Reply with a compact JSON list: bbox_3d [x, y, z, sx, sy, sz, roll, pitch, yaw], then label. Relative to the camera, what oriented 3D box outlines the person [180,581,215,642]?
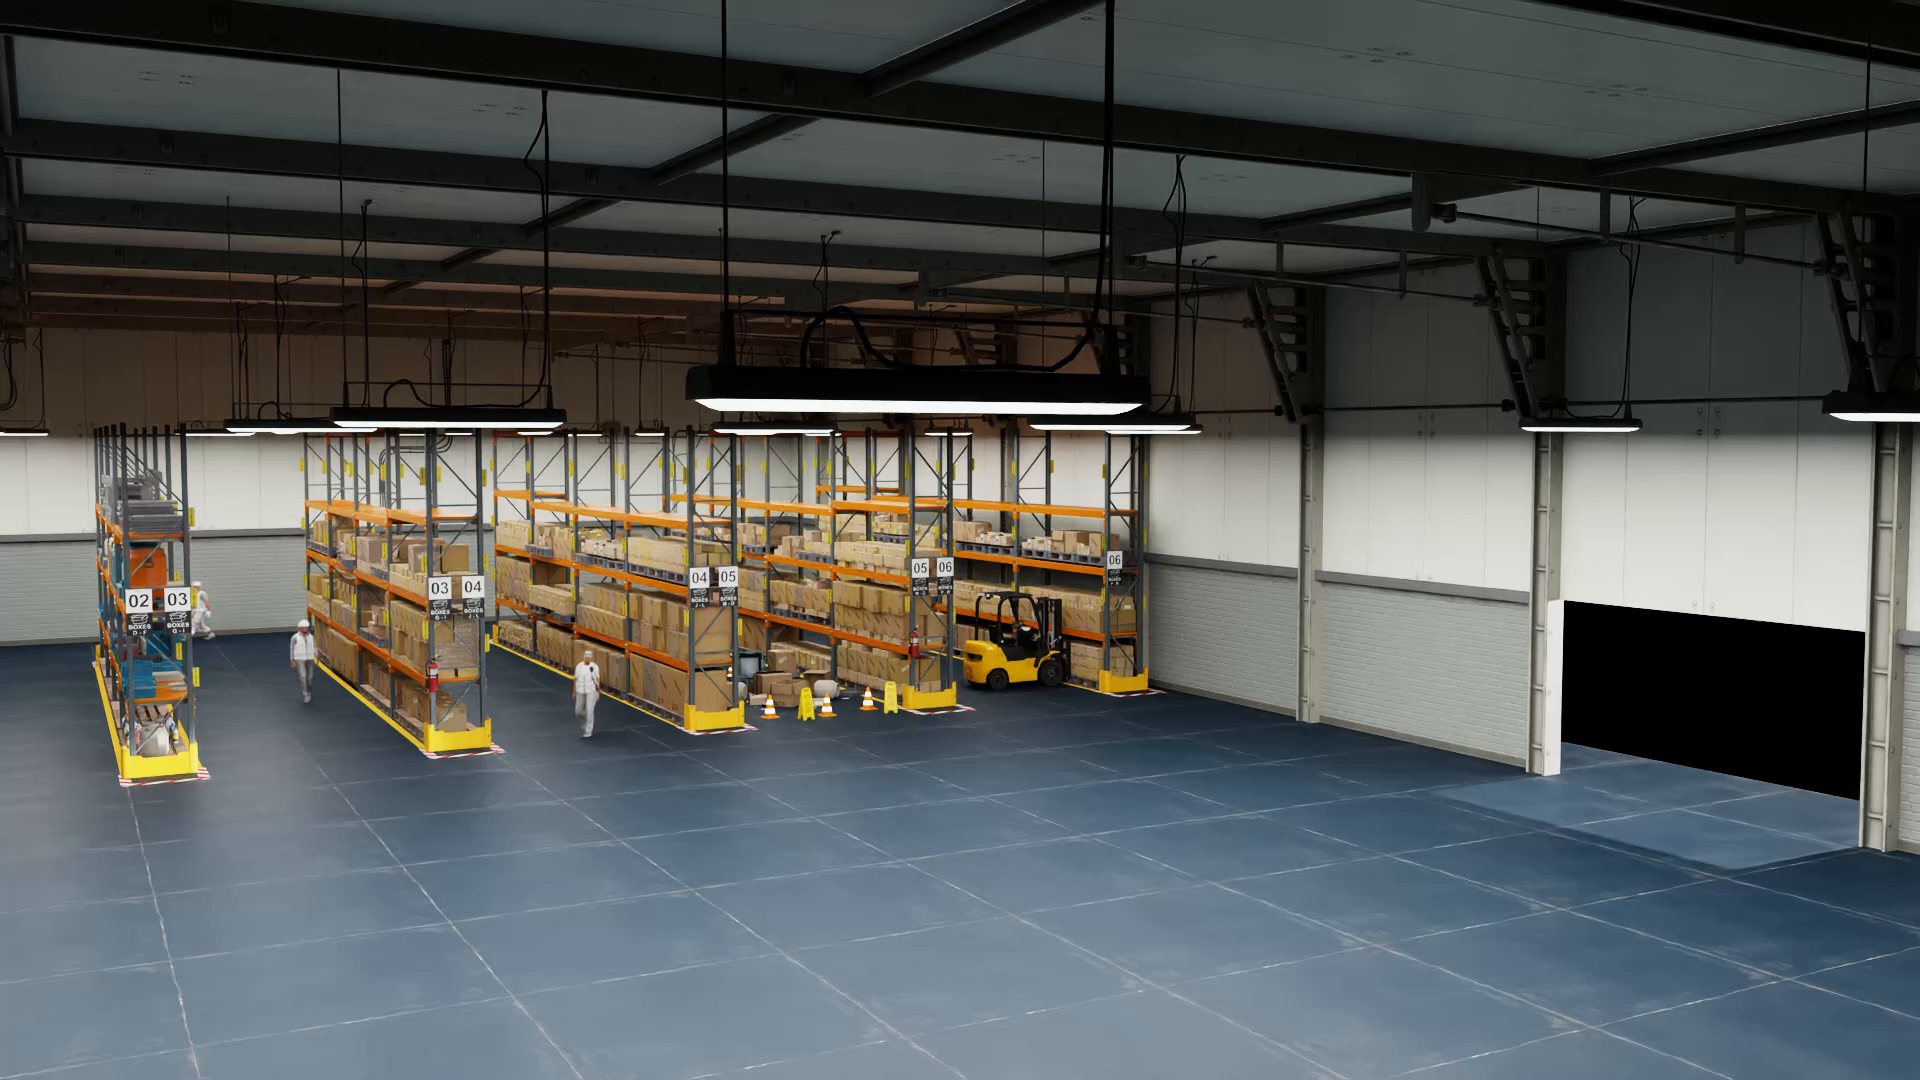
[{"bbox_3d":[-21.561,2.021,46.947,0.522,1.708,1.127,2,4,34],"label":"person"}]

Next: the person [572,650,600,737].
[{"bbox_3d":[-7.221,2.941,32.134,0.513,1.638,0.783,0,3,2],"label":"person"}]

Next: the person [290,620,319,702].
[{"bbox_3d":[-14.298,2.657,36.442,0.571,1.775,0.783,-3,5,-43],"label":"person"}]
